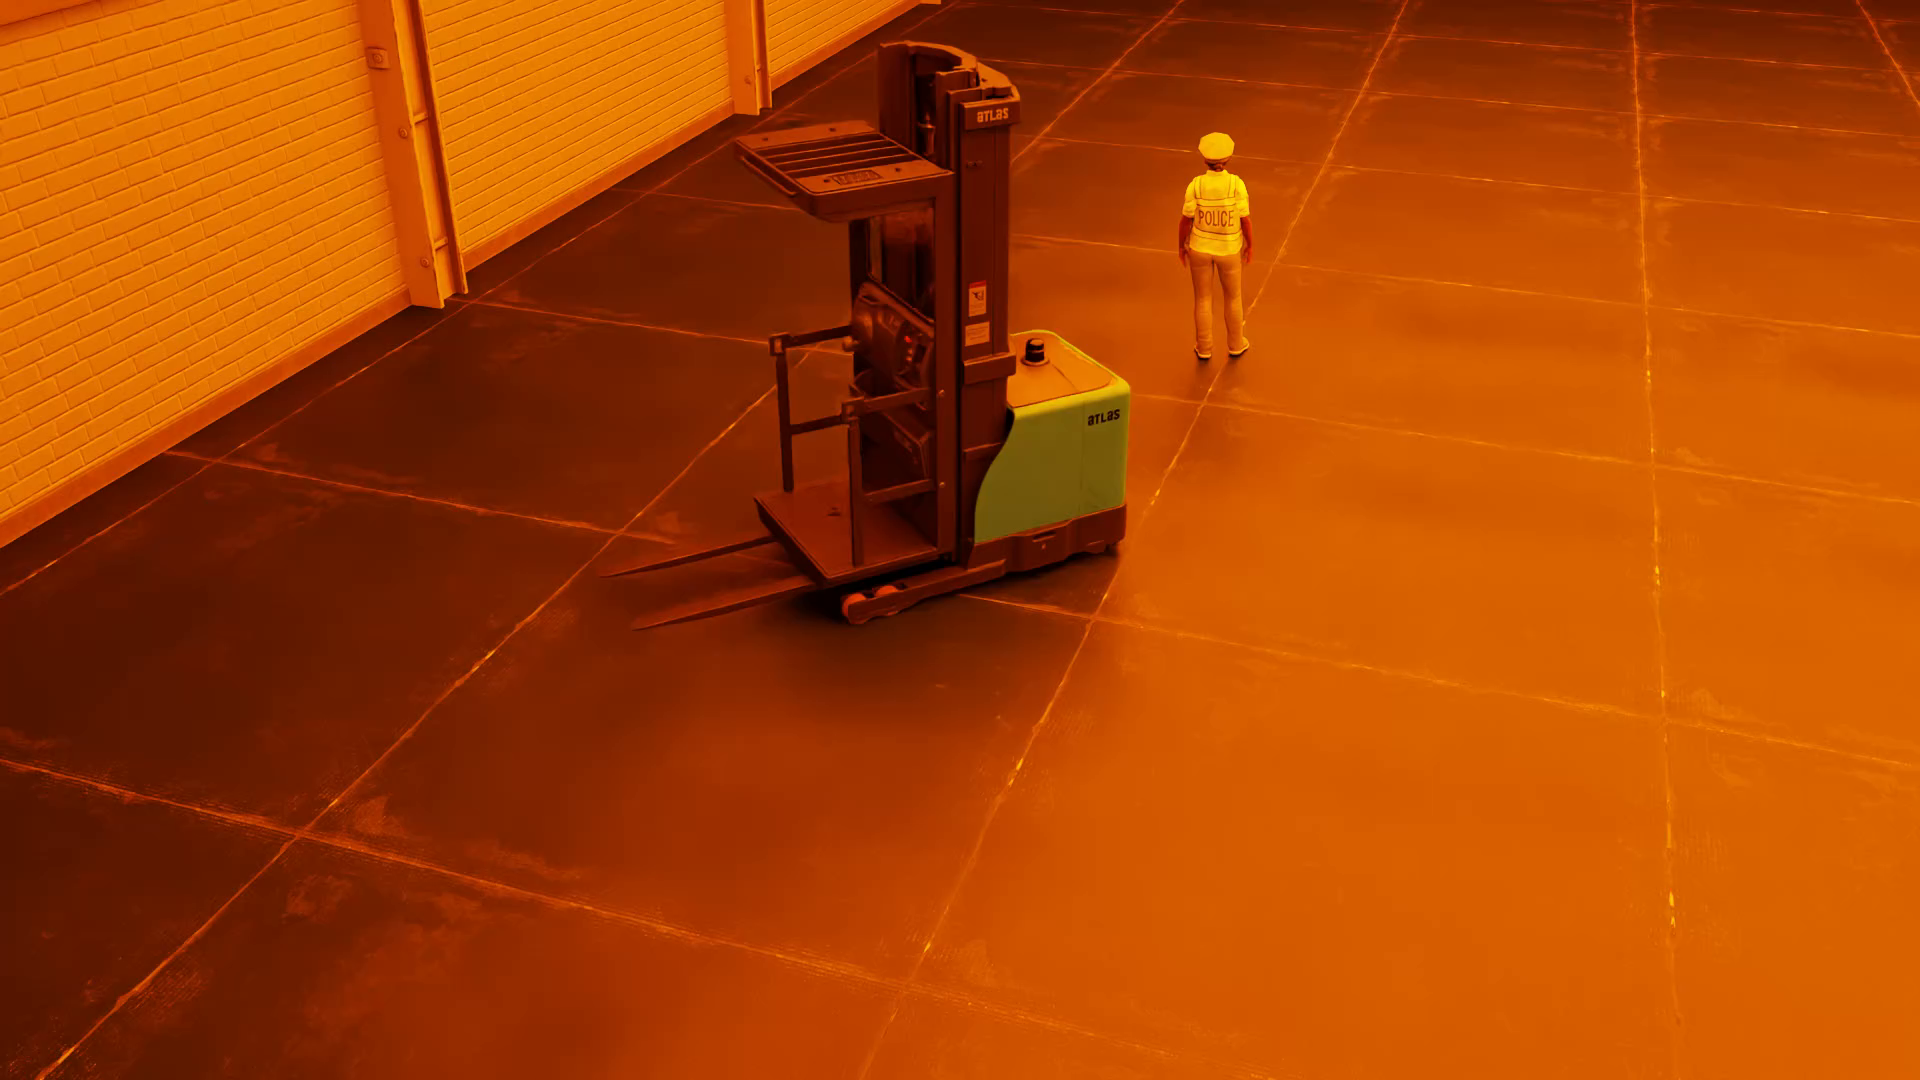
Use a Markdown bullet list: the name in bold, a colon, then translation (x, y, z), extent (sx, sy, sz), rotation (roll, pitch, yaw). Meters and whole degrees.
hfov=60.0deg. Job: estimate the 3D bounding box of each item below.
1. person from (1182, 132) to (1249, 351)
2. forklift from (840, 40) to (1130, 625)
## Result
- **person**: translation (1.858, -2.141, 12.060), extent (0.510, 1.628, 0.394), rotation (6, 30, 11)
- **forklift**: translation (-0.555, -1.102, 9.069), extent (3.031, 2.935, 1.130), rotation (-15, 33, -24)
